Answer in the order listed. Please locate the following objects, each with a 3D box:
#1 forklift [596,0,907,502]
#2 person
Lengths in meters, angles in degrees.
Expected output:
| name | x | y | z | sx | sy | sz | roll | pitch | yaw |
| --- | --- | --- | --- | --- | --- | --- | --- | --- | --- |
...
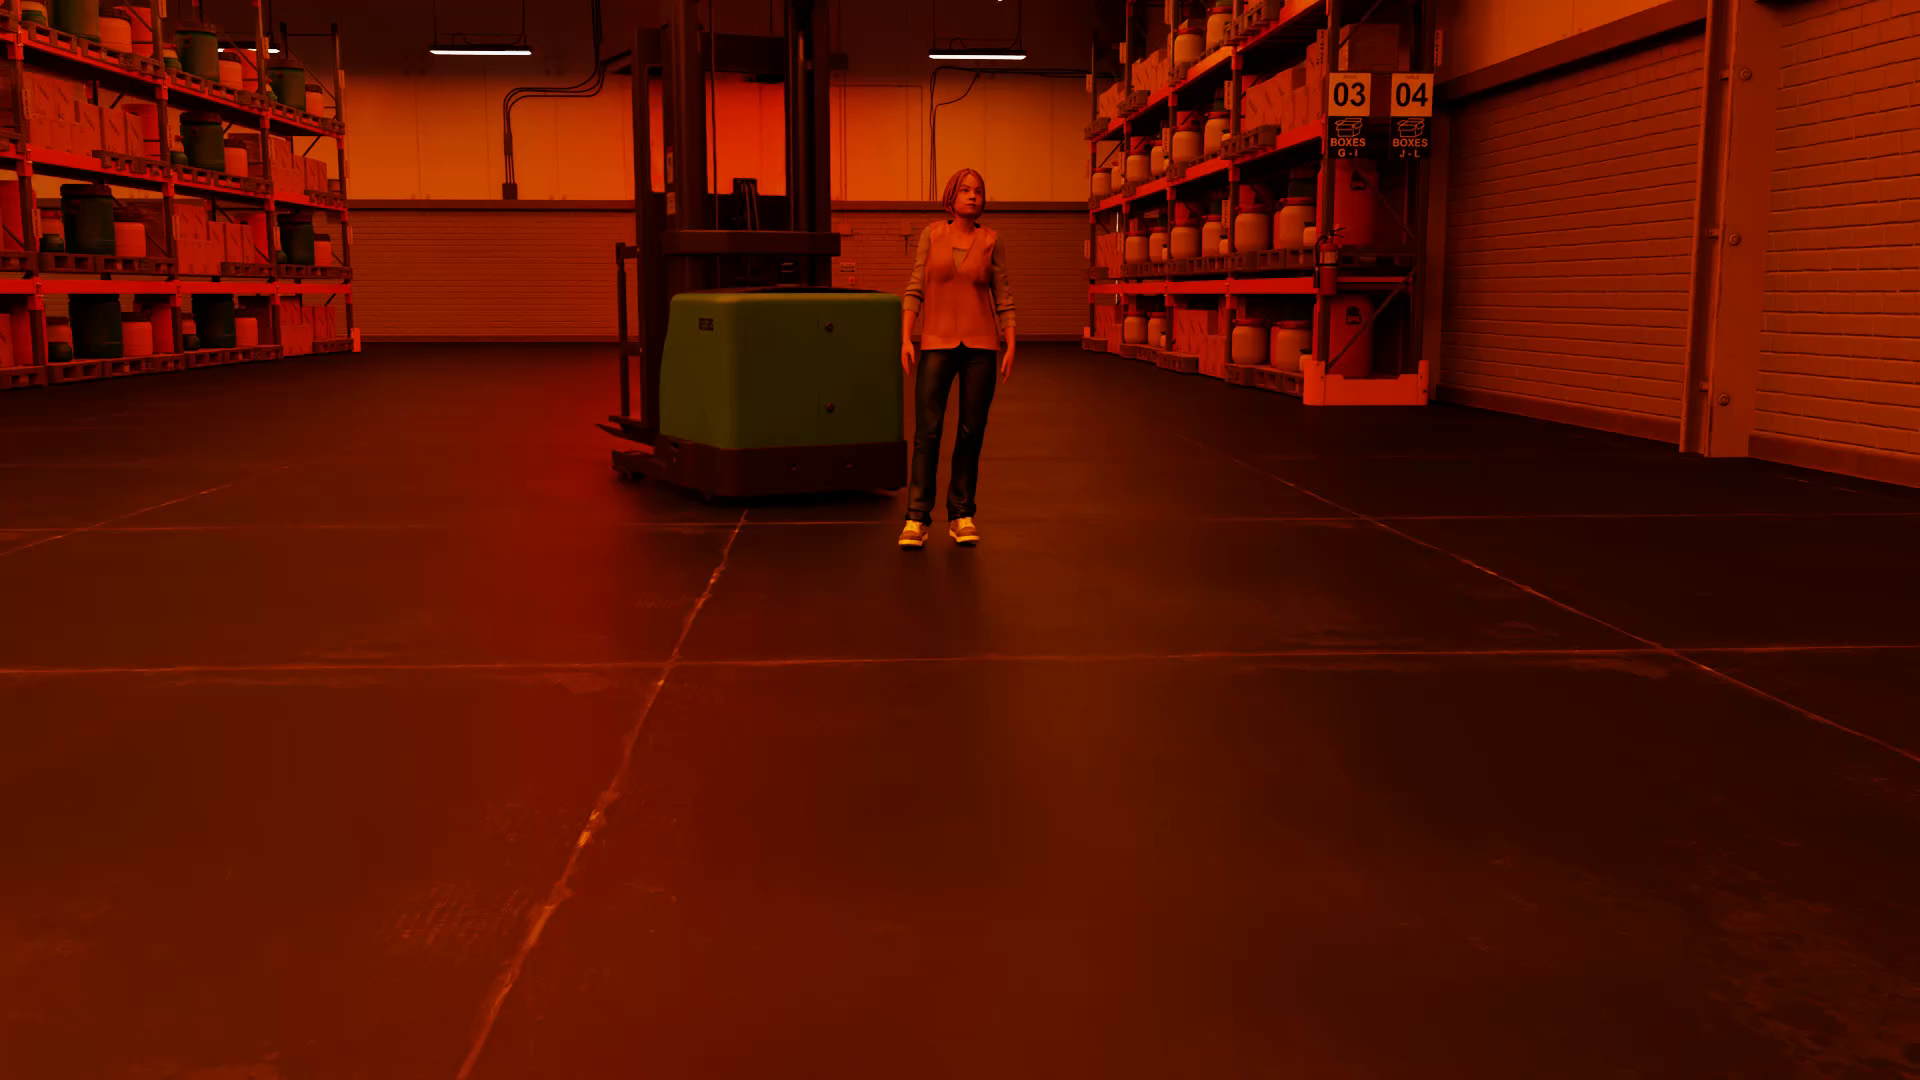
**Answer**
| name | x | y | z | sx | sy | sz | roll | pitch | yaw |
| --- | --- | --- | --- | --- | --- | --- | --- | --- | --- |
| forklift | -1.401 | -1.820 | 9.589 | 1.130 | 2.935 | 3.031 | -4 | 9 | -27 |
| person | -0.010 | -0.786 | 7.118 | 0.520 | 1.596 | 0.476 | -1 | 8 | -4 |
